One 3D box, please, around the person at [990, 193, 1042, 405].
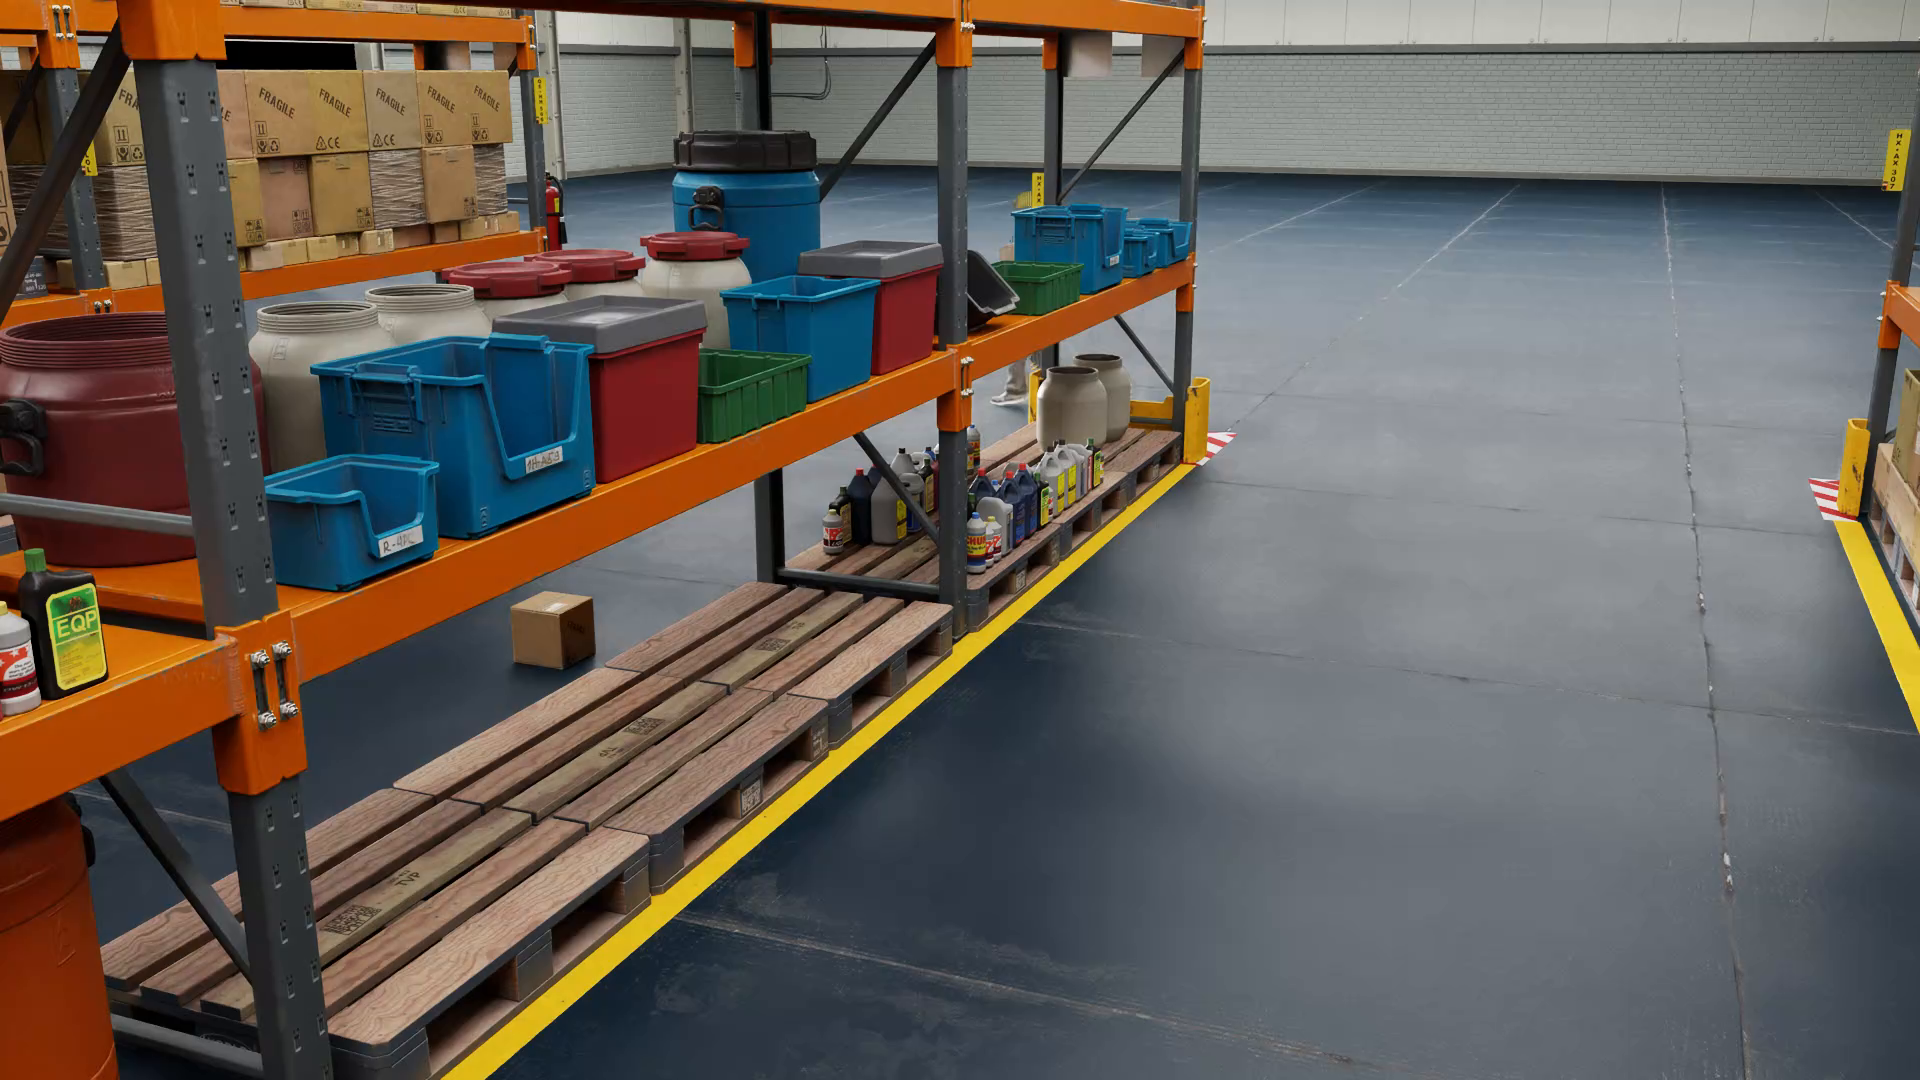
[{"bbox_3d":[0.448,-1.760,12.329,0.530,1.583,0.464,4,16,16],"label":"person"}]
